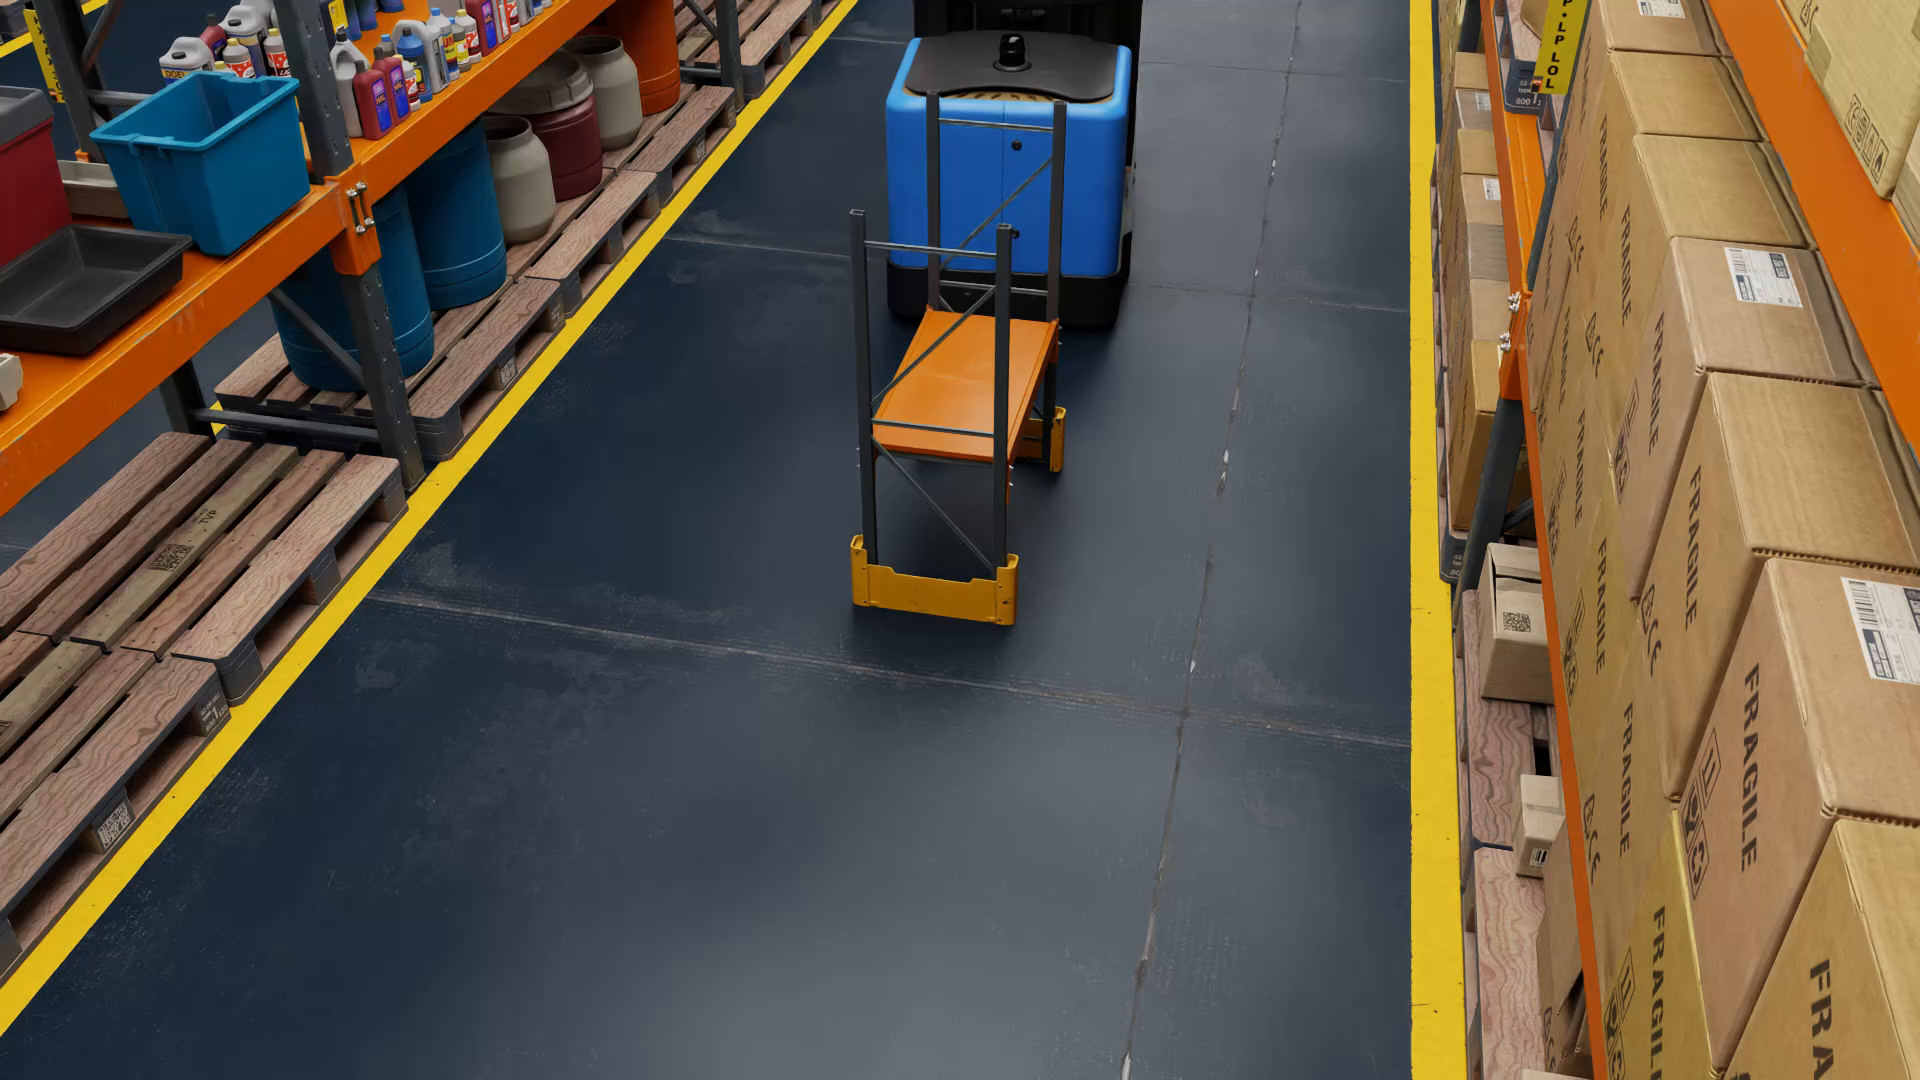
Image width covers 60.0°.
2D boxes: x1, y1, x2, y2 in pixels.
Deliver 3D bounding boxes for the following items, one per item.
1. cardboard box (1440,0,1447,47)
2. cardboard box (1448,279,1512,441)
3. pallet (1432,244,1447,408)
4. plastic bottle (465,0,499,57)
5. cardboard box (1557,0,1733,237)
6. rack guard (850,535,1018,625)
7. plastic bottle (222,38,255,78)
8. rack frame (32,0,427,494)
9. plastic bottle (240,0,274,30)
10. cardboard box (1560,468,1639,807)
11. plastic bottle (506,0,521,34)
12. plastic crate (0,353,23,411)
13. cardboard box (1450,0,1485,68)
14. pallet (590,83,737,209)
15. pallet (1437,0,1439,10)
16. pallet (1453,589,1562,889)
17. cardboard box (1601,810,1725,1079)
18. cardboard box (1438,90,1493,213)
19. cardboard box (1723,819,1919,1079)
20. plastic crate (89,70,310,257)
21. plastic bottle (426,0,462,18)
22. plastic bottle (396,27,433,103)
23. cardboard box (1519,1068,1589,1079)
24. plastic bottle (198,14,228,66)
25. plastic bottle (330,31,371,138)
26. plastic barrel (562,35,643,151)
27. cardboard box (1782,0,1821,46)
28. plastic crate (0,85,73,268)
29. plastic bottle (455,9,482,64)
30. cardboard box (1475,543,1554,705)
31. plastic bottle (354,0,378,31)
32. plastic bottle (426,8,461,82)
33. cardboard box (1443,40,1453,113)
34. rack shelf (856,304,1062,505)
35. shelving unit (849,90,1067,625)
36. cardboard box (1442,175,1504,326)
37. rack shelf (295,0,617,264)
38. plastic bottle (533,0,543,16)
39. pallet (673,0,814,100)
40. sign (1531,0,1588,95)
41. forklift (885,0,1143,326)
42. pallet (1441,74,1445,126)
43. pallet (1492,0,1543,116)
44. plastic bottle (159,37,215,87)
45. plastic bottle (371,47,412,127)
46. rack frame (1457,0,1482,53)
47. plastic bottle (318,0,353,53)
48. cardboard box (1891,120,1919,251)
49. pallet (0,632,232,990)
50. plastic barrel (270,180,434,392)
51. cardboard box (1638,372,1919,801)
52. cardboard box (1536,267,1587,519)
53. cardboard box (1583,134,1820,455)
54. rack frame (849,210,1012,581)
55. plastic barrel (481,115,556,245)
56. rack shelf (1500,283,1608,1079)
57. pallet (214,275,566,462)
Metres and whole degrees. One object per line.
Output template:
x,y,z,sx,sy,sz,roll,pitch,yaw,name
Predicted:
3.167,-3.135,10.005,0.500,0.250,0.500,8,37,11,cardboard box
2.161,-0.636,6.327,0.500,0.500,0.500,7,37,10,cardboard box
2.617,-0.913,7.329,1.003,0.211,1.213,7,37,10,pallet
-1.932,-2.111,6.706,0.061,0.283,0.133,7,37,10,plastic bottle
1.846,-1.080,4.246,0.500,0.500,0.500,8,37,11,cardboard box
-0.090,0.141,5.843,0.587,0.250,0.087,7,37,10,rack guard
-2.763,-1.817,6.370,0.097,0.201,0.097,0,36,0,plastic bottle
-2.617,-1.492,5.753,1.000,3.000,0.127,7,37,10,rack frame
-2.740,-2.040,6.551,0.144,0.351,0.185,7,37,10,plastic bottle
1.524,0.221,3.304,0.500,0.500,0.500,7,36,9,cardboard box
-1.897,-2.223,6.931,0.097,0.201,0.097,0,36,0,plastic bottle
-2.695,-0.374,4.383,0.293,0.136,0.466,7,37,10,plastic crate
2.947,-2.777,9.033,0.500,0.311,0.500,8,37,11,cardboard box
-1.890,-2.199,9.104,1.003,0.211,1.213,7,37,10,pallet
3.811,-3.899,11.450,1.003,0.211,1.213,7,37,10,pallet
2.074,0.654,5.169,1.003,0.211,1.213,7,37,10,pallet
1.304,0.795,2.512,0.500,0.500,0.500,8,37,10,cardboard box
2.593,-1.802,7.936,0.500,0.500,0.500,6,36,8,cardboard box
1.193,0.689,1.806,0.500,0.500,0.500,7,37,10,cardboard box
-2.383,-1.200,5.312,0.392,0.384,0.575,7,37,10,plastic crate
-2.097,-2.209,6.848,0.152,0.276,0.135,7,37,10,plastic bottle
-2.066,-1.798,6.284,0.097,0.271,0.097,0,36,0,plastic bottle
1.475,1.476,3.626,0.500,0.250,0.500,7,37,10,cardboard box
-2.844,-1.850,6.346,0.061,0.283,0.133,7,37,10,plastic bottle
-2.216,-1.657,6.022,0.144,0.351,0.185,7,37,10,plastic bottle
-1.884,-2.331,8.672,0.421,0.512,0.421,0,36,0,plastic barrel
1.553,-0.916,2.529,0.500,0.250,0.500,7,37,10,cardboard box
-3.053,-1.062,5.054,0.402,0.464,0.583,7,37,10,plastic crate
-1.975,-2.014,6.642,0.097,0.201,0.097,0,36,0,plastic bottle
1.920,0.255,5.259,0.500,0.311,0.500,7,37,10,cardboard box
-2.508,-2.277,6.946,0.097,0.271,0.097,0,36,0,plastic bottle
-2.016,-1.931,6.467,0.097,0.271,0.097,0,36,0,plastic bottle
2.950,-2.551,9.199,0.500,0.250,0.500,8,37,11,cardboard box
0.018,-0.511,5.983,0.538,0.185,1.000,7,37,10,rack shelf
0.016,-0.651,5.870,0.587,1.500,1.083,7,37,10,shelving unit
2.374,-1.216,7.126,0.500,0.500,0.500,6,36,8,cardboard box
-2.190,-2.348,7.546,1.077,0.370,4.000,7,37,10,rack shelf
-1.847,-2.385,7.094,0.097,0.271,0.097,0,36,0,plastic bottle
-1.559,-3.096,10.341,1.003,0.211,1.213,7,37,10,pallet
1.678,-1.405,4.647,0.100,0.325,0.005,7,37,10,sign
0.351,-2.998,7.890,1.130,2.935,3.031,4,36,5,forklift
3.290,-2.500,9.520,1.003,0.211,1.213,7,37,10,pallet
2.665,-1.969,6.574,1.003,0.211,1.213,7,37,10,pallet
-2.849,-1.708,6.157,0.152,0.276,0.135,7,37,10,plastic bottle
-2.093,-1.678,6.109,0.061,0.283,0.133,7,37,10,plastic bottle
3.076,-3.162,8.057,1.000,3.000,0.127,7,37,10,rack frame
-2.560,-2.128,6.672,0.144,0.351,0.185,7,37,10,plastic bottle
1.337,-0.343,1.738,0.500,0.250,0.500,7,37,10,cardboard box
-2.995,0.765,5.015,1.003,0.211,1.213,7,37,10,pallet
-2.484,-1.122,6.673,0.600,0.901,0.708,7,37,10,plastic barrel
1.407,0.102,2.617,0.500,0.500,0.500,8,37,11,cardboard box
1.740,-0.358,4.102,0.500,0.500,0.500,8,37,11,cardboard box
1.626,-0.489,3.432,0.500,0.500,0.500,6,36,9,cardboard box
-0.090,-0.365,5.475,0.500,1.500,0.032,7,37,10,rack frame
-2.125,-1.683,7.778,0.421,0.512,0.421,0,36,0,plastic barrel
1.794,0.569,3.522,1.077,0.370,4.000,7,37,10,rack shelf
-2.411,-0.800,7.174,1.003,0.211,1.213,7,37,10,pallet
